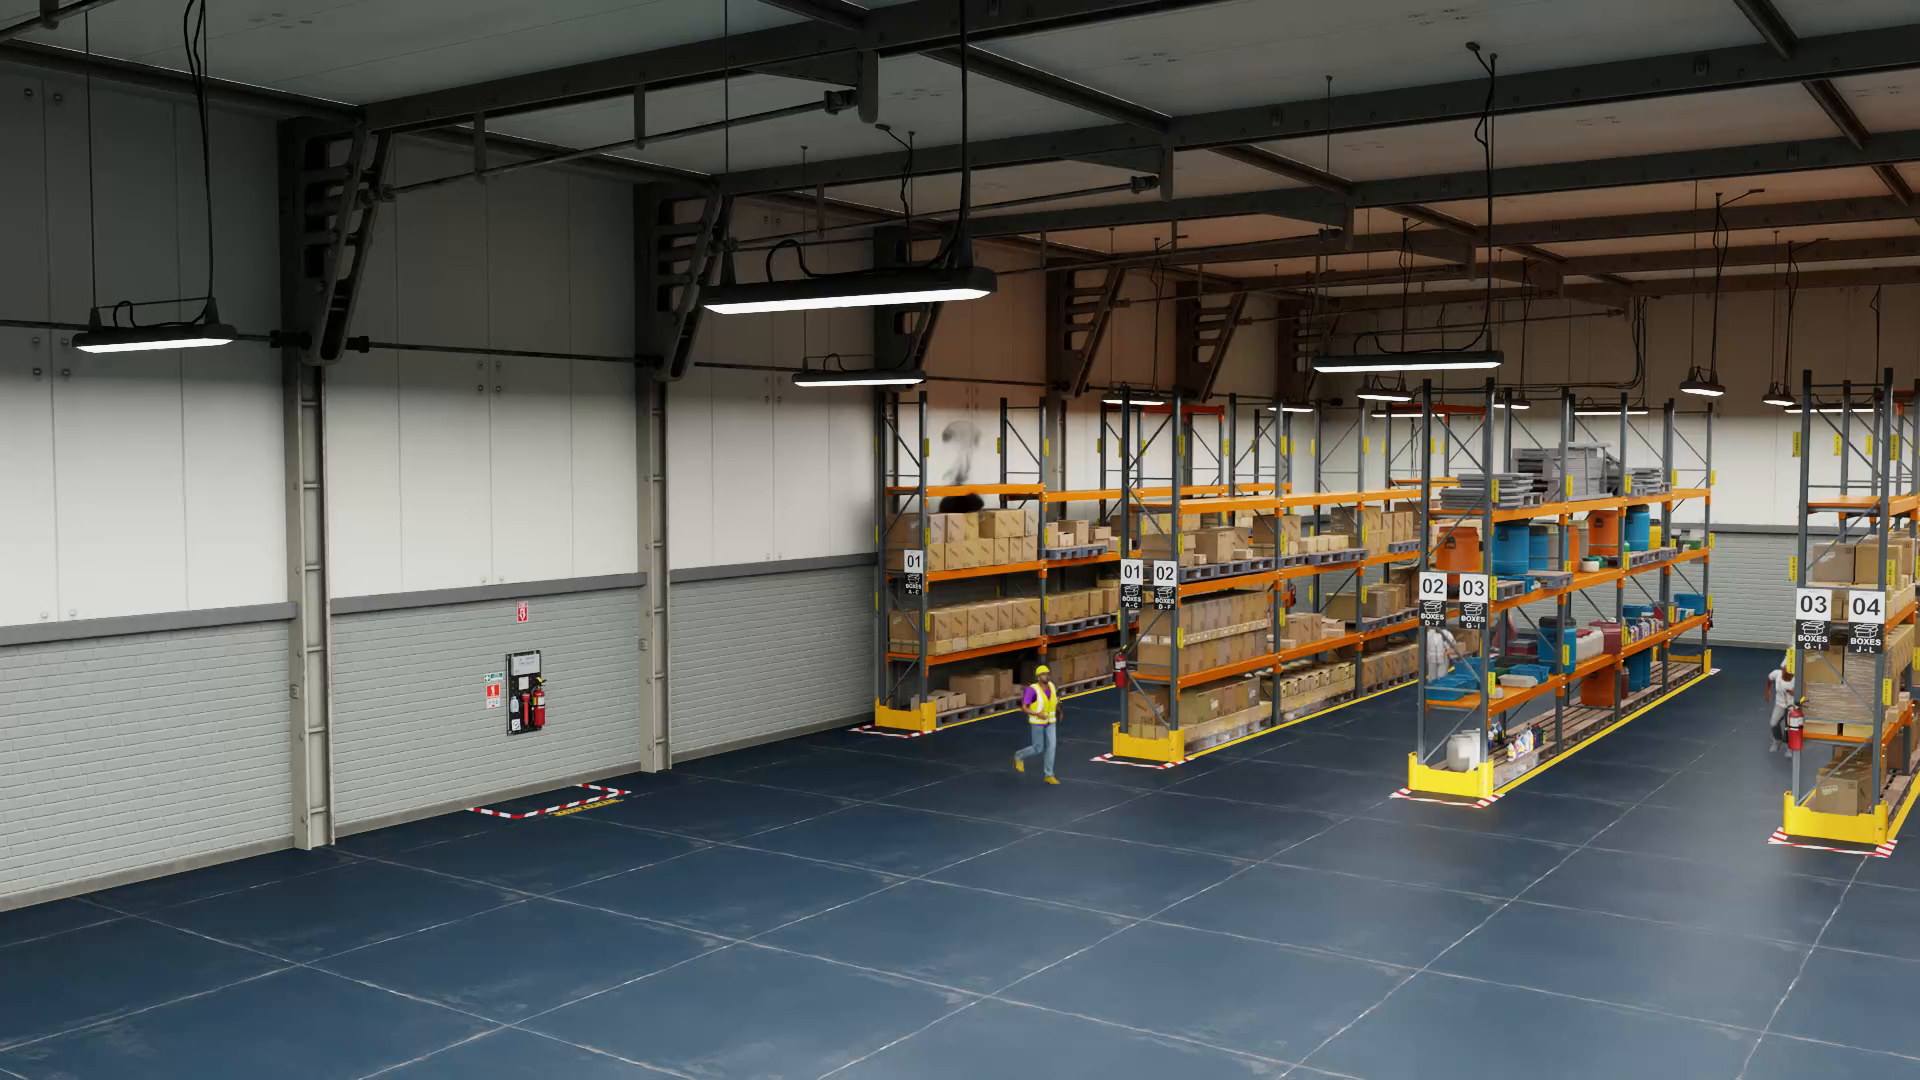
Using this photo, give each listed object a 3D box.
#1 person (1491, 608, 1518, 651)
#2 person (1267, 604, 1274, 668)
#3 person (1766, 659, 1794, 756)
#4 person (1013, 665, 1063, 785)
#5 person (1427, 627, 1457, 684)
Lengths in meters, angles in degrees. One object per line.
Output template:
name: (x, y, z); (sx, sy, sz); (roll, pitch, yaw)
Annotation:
person: (13.181, 1.949, 40.371); (0.599, 1.648, 0.811); (-1, 3, -24)
person: (6.775, 2.193, 36.040); (0.536, 1.609, 0.875); (2, 4, 29)
person: (13.367, 2.720, 26.899); (0.785, 1.653, 0.763); (3, 4, 42)
person: (1.211, 2.750, 24.960); (0.709, 1.763, 0.887); (-2, 4, -34)
person: (9.287, 2.349, 32.262); (0.649, 1.744, 0.629); (2, 4, 26)
